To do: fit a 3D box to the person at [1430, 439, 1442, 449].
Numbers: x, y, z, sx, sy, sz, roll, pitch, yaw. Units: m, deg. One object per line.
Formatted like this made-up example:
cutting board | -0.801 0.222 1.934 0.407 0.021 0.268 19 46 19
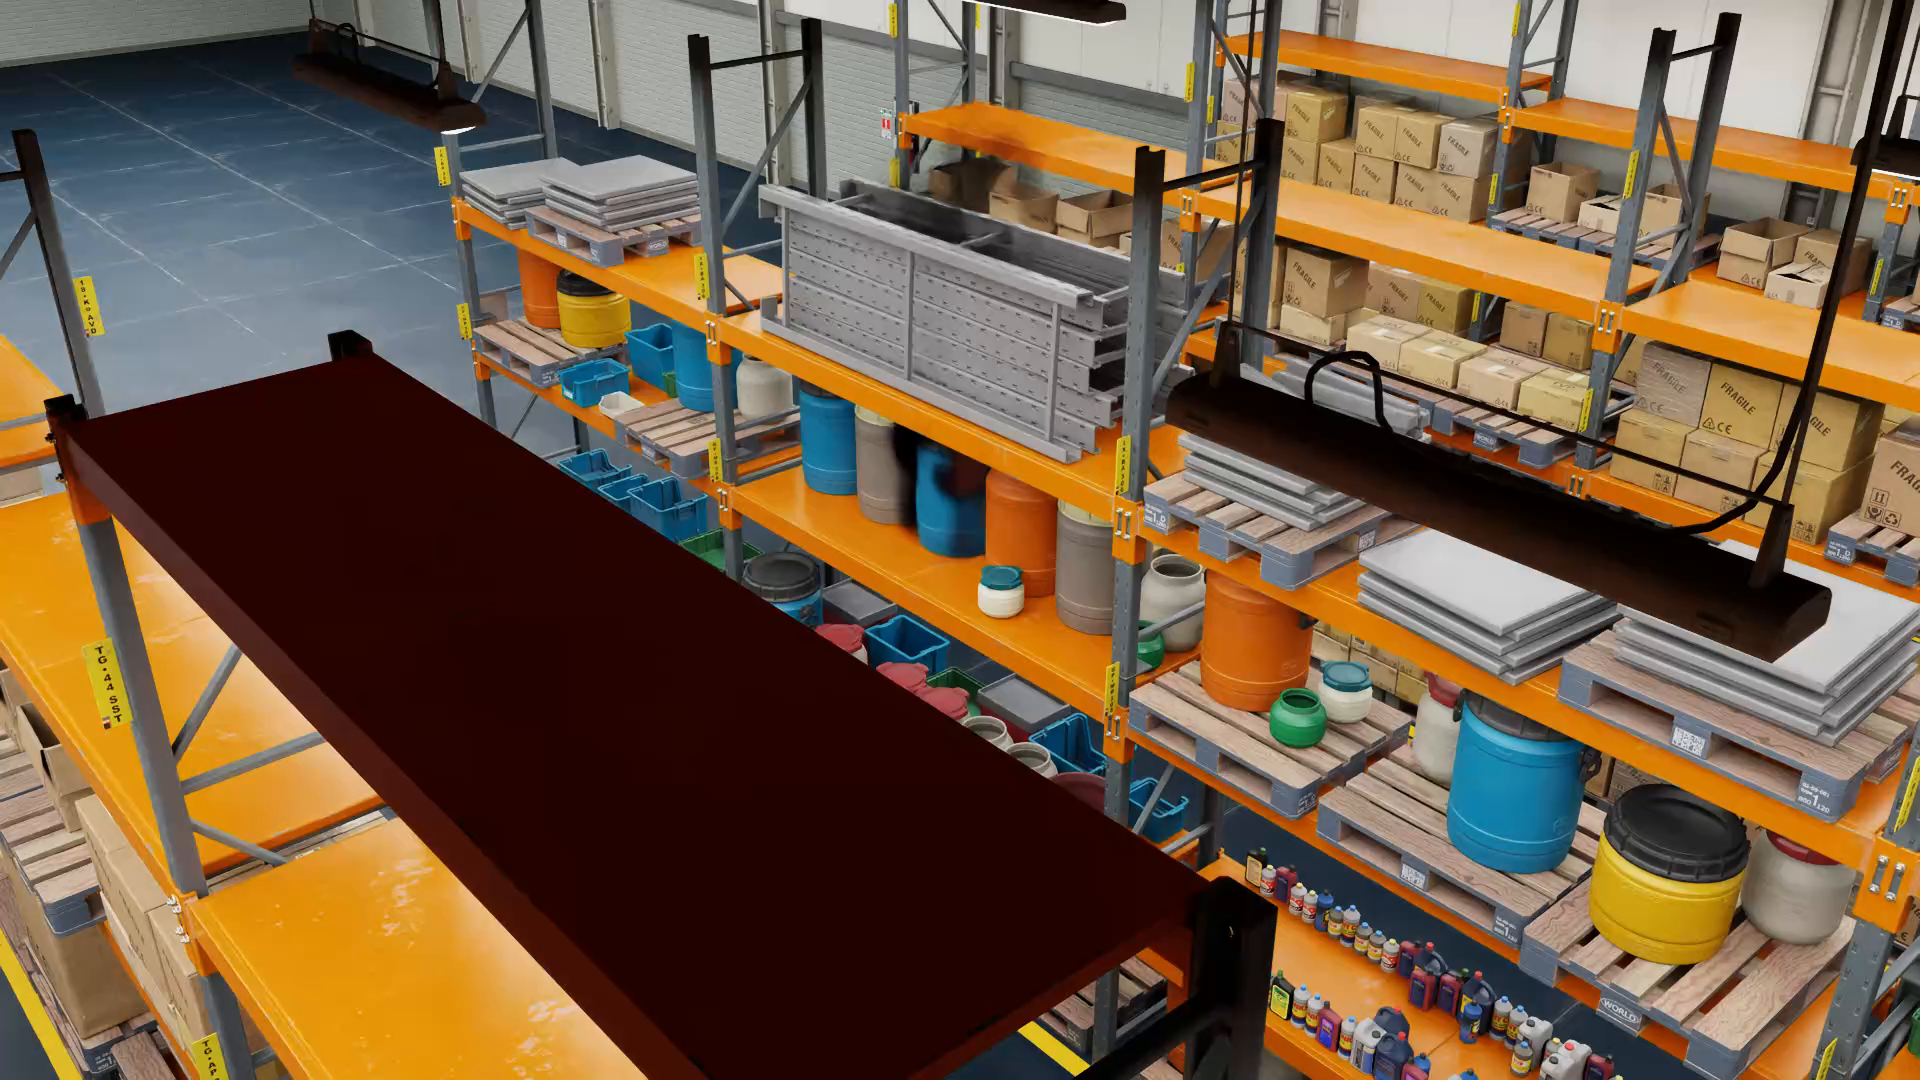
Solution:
person | 4.559 -0.303 16.400 0.728 1.647 0.509 23 35 38
